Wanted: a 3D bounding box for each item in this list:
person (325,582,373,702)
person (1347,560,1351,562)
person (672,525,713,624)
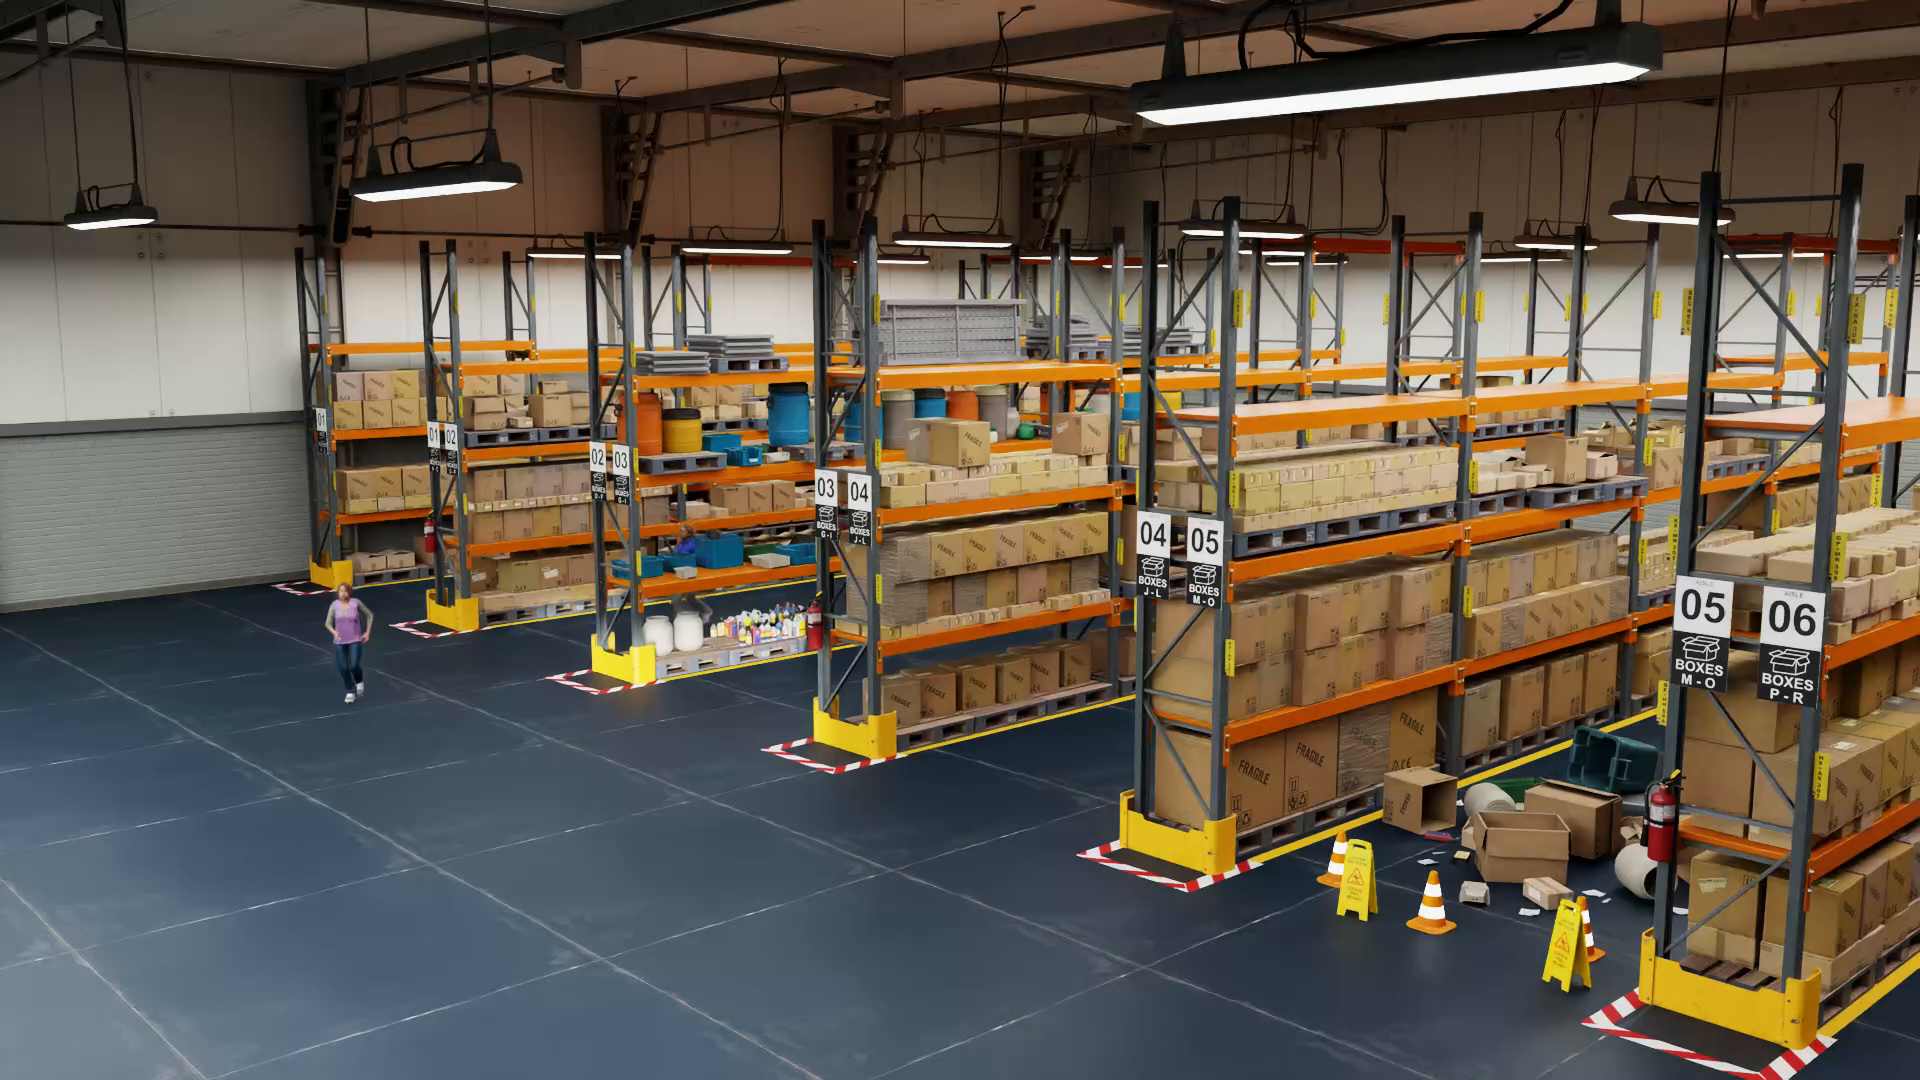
[{"bbox_3d":[-7.751,1.306,21.103,0.566,1.559,0.545,-2,9,-13],"label":"person"},{"bbox_3d":[5.306,1.012,22.539,0.689,1.739,0.730,8,12,43],"label":"person"},{"bbox_3d":[-4.194,0.589,25.707,0.596,1.661,0.838,7,11,39],"label":"person"}]
